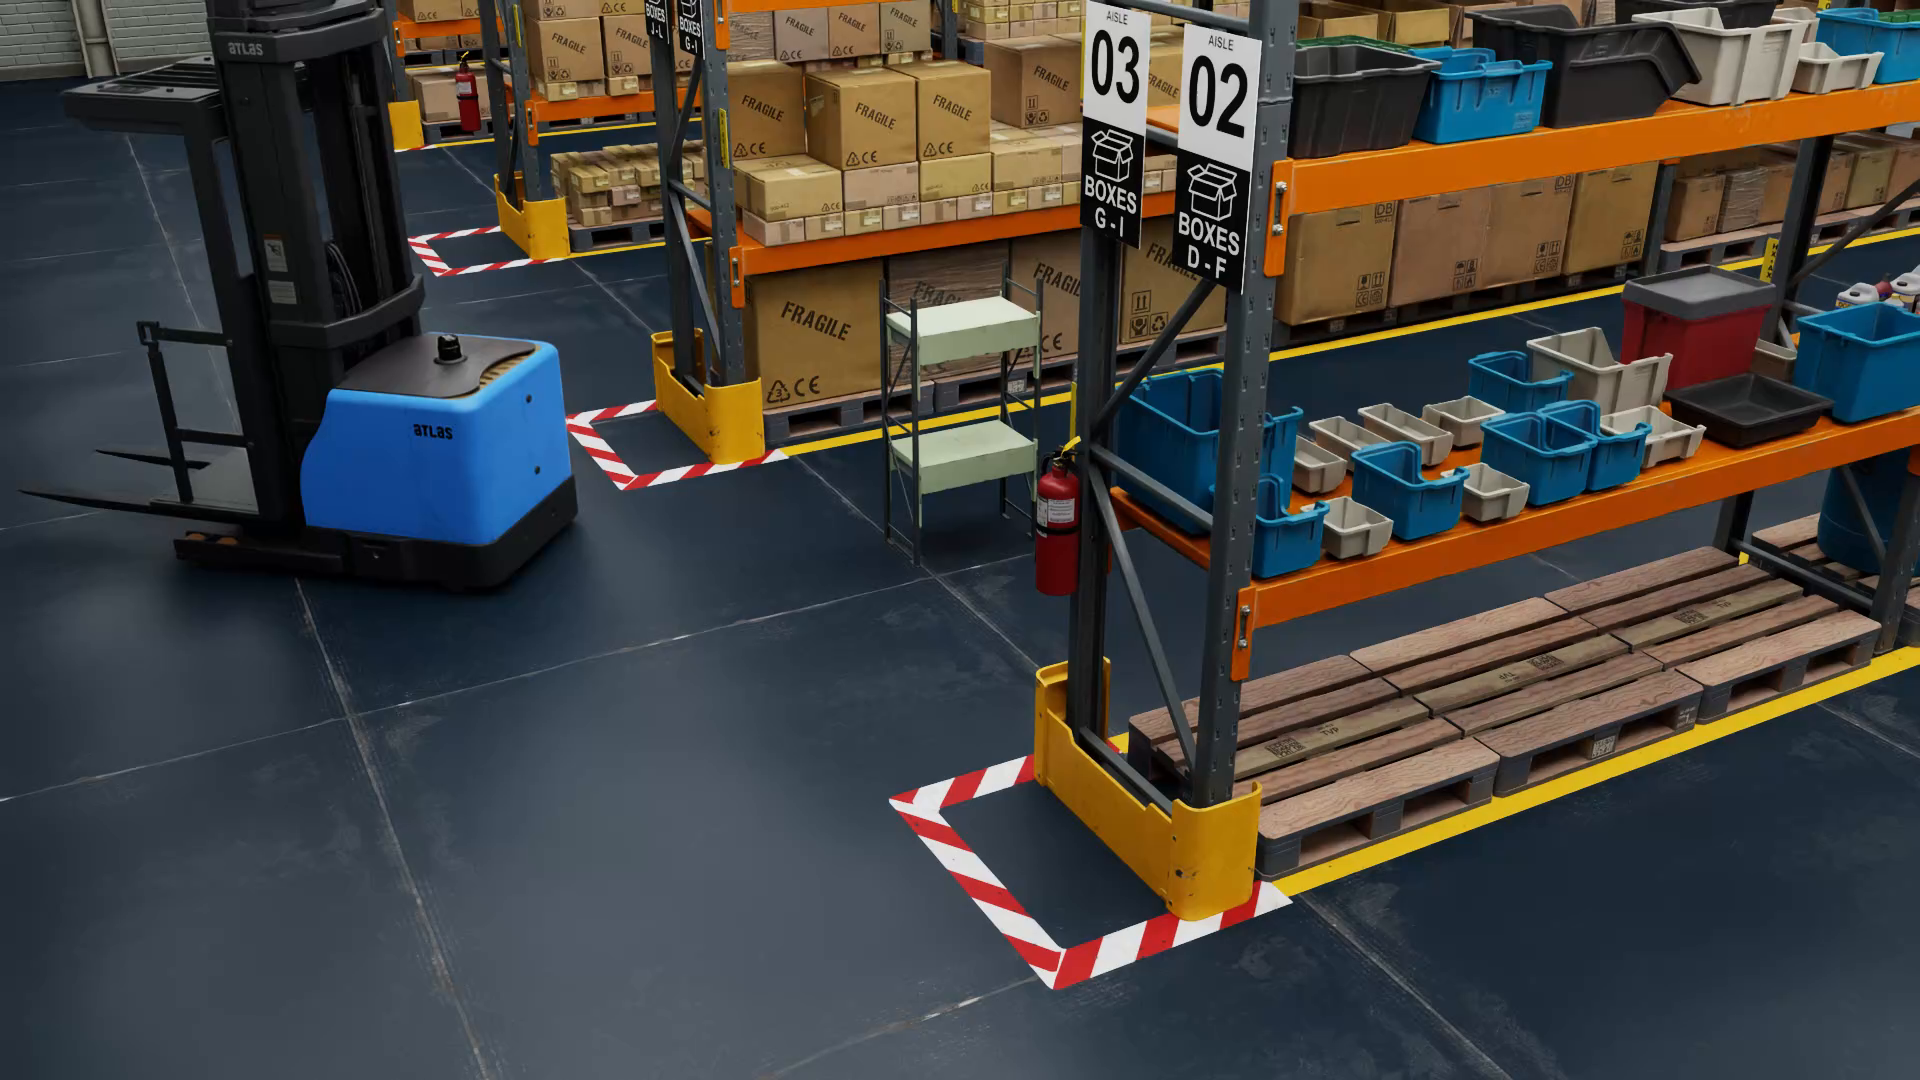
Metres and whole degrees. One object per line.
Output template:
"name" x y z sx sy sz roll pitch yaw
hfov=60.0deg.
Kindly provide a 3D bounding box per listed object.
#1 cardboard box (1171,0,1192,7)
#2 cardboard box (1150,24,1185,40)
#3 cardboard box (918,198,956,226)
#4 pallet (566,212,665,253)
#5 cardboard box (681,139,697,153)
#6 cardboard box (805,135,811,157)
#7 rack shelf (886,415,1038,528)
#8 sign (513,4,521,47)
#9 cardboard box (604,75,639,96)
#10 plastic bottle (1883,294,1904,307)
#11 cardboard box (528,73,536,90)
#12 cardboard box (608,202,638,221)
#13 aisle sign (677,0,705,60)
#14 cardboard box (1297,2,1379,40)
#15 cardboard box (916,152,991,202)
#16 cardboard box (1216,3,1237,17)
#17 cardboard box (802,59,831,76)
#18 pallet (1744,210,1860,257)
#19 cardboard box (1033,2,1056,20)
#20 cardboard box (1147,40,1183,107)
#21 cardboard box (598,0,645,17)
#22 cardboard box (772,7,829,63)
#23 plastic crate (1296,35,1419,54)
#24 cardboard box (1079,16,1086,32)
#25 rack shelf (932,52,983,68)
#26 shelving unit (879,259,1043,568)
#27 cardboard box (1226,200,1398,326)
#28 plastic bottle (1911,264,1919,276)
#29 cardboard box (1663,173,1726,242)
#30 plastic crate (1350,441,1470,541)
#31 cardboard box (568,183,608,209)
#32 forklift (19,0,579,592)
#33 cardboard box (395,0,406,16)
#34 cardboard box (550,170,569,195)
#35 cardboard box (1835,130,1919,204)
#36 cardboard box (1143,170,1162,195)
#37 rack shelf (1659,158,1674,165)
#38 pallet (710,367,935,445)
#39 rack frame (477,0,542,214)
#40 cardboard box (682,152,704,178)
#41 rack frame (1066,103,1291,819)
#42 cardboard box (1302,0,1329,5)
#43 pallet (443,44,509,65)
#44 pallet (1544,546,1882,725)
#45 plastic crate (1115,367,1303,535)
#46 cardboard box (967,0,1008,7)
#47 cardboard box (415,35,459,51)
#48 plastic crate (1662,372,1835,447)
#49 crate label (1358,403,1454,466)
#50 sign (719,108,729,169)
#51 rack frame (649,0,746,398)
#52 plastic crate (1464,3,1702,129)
"cardboard box" 2.089 -5.335 16.358 0.250 0.149 0.380 -13 29 -25
"cardboard box" 1.391 -3.285 11.589 0.500 0.500 0.500 -13 29 -25
"cardboard box" -0.221 -2.108 10.466 0.250 0.149 0.380 -14 29 -26
"pallet" -3.040 -2.891 15.027 1.213 0.211 1.003 -13 29 -25
"cardboard box" -2.606 -3.592 15.387 0.250 0.149 0.380 -12 28 -23
"cardboard box" -0.845 -2.435 10.686 0.500 0.250 0.500 -14 29 -26
"rack shelf" 0.006 -0.384 9.069 0.720 0.370 0.431 -13 29 -25
"sign" -3.585 -4.163 13.455 0.005 0.325 0.100 -13 29 -25
"cardboard box" -2.933 -3.910 14.218 0.250 0.149 0.380 -14 29 -27
"plastic bottle" 4.696 -1.141 8.390 0.097 0.201 0.097 0 26 0
"cardboard box" -3.686 -4.041 14.492 0.250 0.149 0.380 -13 29 -25
"cardboard box" -3.035 -2.953 14.744 0.250 0.149 0.380 -13 29 -25
"aisle sign" -1.518 -3.108 9.254 0.004 0.787 0.394 -13 29 -25
"cardboard box" 2.493 -3.511 11.822 0.637 0.503 0.797 -14 29 -26
"cardboard box" -0.145 -2.336 10.479 0.500 0.250 0.500 -14 29 -27
"cardboard box" 2.553 -5.307 16.643 0.250 0.149 0.380 -12 28 -24
"cardboard box" -1.358 -4.299 15.028 0.250 0.149 0.380 -14 29 -27
"pallet" 7.229 -2.843 14.928 1.213 0.211 1.003 -13 29 -25
"cardboard box" 0.708 -5.016 15.693 0.250 0.149 0.380 -12 28 -24
"cardboard box" 1.210 -2.988 10.972 0.500 0.500 0.500 -13 28 -25
"cardboard box" -2.877 -4.705 13.970 0.500 0.500 0.500 -12 28 -24
"cardboard box" -1.503 -4.562 14.826 0.500 0.500 0.500 -13 29 -25
"plastic crate" 1.471 -1.740 6.189 0.336 0.188 0.450 -13 29 -25
"cardboard box" 1.164 -4.986 15.975 0.250 0.149 0.380 -14 29 -27
"rack shelf" 1.454 -4.878 16.775 4.000 0.370 1.077 -13 29 -25
"shelving unit" 0.006 -0.677 8.928 0.755 1.500 0.431 -13 29 -25
"cardboard box" 2.489 -2.250 12.439 0.875 0.875 1.225 -13 29 -25
"plastic bottle" 4.922 -1.278 8.504 0.185 0.351 0.144 -13 29 -25
"cardboard box" 6.045 -2.910 14.226 0.500 0.500 0.700 -15 29 -28
"plastic crate" 1.689 -0.184 6.292 0.300 0.233 0.416 -13 29 -25
"cardboard box" -3.257 -3.027 14.554 0.250 0.149 0.380 -12 28 -23
"forklift" -3.731 -1.381 8.740 3.031 2.935 1.130 6 26 13
"cardboard box" -5.958 -6.094 18.362 0.500 0.500 0.500 -13 28 -25
"cardboard box" -3.509 -3.235 14.987 0.250 0.149 0.380 -14 29 -26
"cardboard box" 8.441 -3.464 15.379 0.500 0.500 0.700 -15 30 -29
"cardboard box" 1.138 -2.423 11.120 0.250 0.149 0.380 -12 28 -24
"rack shelf" 3.698 -2.963 12.787 4.000 0.370 1.077 -13 29 -25
"pallet" -0.927 -1.001 11.091 1.213 0.211 1.003 -13 29 -25
"rack frame" -3.840 -3.980 14.074 0.127 3.000 1.000 -13 29 -25
"cardboard box" -2.320 -3.369 14.923 0.250 0.149 0.380 -12 28 -23
"rack frame" 0.735 -0.174 6.146 0.127 3.000 1.000 -13 29 -25
"cardboard box" 3.742 -5.643 17.422 0.500 0.500 0.500 -13 28 -25
"pallet" -6.753 -6.913 23.404 1.213 0.211 1.003 -13 29 -25
"pallet" 3.634 0.433 8.104 1.213 0.211 1.003 -13 29 -25
"plastic crate" 0.943 -0.356 6.416 0.499 0.435 0.616 -13 29 -25
"cardboard box" 0.253 -5.044 15.407 0.250 0.149 0.380 -11 28 -22
"cardboard box" -7.241 -7.055 22.882 0.500 0.500 0.700 -12 28 -23
"plastic crate" 3.403 -0.561 7.201 0.590 0.125 0.437 -13 29 -25
"crate label" 1.866 -0.437 6.929 0.243 0.136 0.396 -13 29 -25
"sign" -1.340 -2.278 9.438 0.005 0.325 0.100 -13 29 -25
"rack frame" -1.596 -2.065 10.086 0.127 3.000 1.000 -13 29 -25
"plastic crate" 2.212 -1.704 5.940 0.767 0.338 0.504 -13 29 -25
